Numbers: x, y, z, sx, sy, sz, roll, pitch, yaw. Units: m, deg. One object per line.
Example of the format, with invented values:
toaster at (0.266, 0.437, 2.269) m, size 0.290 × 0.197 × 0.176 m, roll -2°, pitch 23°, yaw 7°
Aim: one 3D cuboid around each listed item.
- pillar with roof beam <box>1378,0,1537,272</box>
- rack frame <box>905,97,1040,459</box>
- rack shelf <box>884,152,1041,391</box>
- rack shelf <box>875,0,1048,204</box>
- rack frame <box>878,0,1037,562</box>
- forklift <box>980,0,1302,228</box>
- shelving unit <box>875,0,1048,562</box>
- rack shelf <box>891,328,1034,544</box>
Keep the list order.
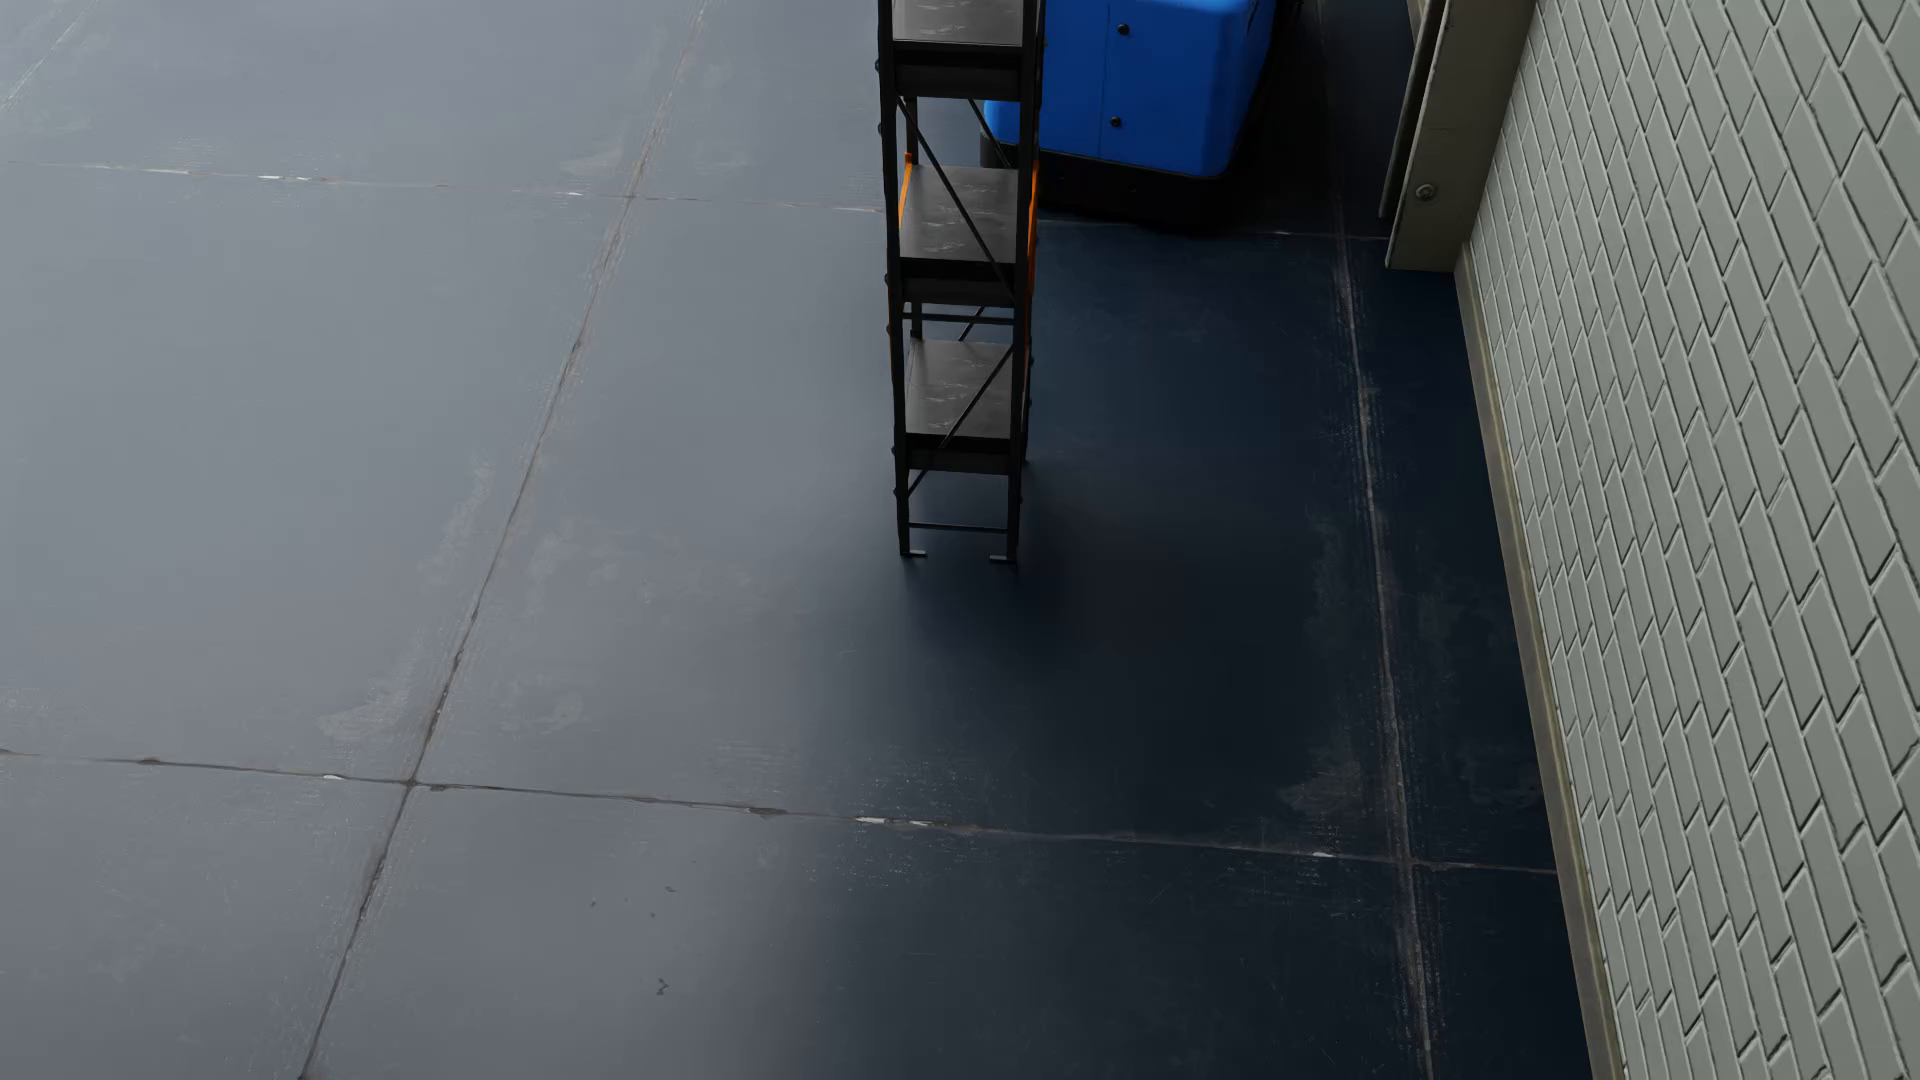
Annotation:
pillar with roof beam at (-2.383, -4.566, 3.828) m, size 9.100 × 9.000 × 0.400 m, roll 4°, pitch 48°, yaw 4°
rack frame at (0.037, -1.010, 5.250) m, size 0.400 × 2.100 × 0.015 m, roll 4°, pitch 48°, yaw 4°
rack shelf at (0.015, -0.821, 5.097) m, size 0.431 × 0.518 × 0.480 m, roll 4°, pitch 48°, yaw 4°
rack shelf at (0.015, -1.294, 4.580) m, size 0.431 × 0.518 × 0.480 m, roll 4°, pitch 48°, yaw 4°
rack frame at (-0.007, -0.651, 4.922) m, size 0.400 × 2.100 × 0.015 m, roll 4°, pitch 48°, yaw 4°
forklift at (1.008, -3.383, 6.858) m, size 1.130 × 2.935 × 3.031 m, roll 13°, pitch 49°, yaw 12°
shelving unit at (0.015, -0.830, 5.086) m, size 0.431 × 2.100 × 0.503 m, roll 4°, pitch 48°, yaw 4°
rack shelf at (0.015, -0.349, 5.613) m, size 0.431 × 0.518 × 0.480 m, roll 4°, pitch 48°, yaw 4°
